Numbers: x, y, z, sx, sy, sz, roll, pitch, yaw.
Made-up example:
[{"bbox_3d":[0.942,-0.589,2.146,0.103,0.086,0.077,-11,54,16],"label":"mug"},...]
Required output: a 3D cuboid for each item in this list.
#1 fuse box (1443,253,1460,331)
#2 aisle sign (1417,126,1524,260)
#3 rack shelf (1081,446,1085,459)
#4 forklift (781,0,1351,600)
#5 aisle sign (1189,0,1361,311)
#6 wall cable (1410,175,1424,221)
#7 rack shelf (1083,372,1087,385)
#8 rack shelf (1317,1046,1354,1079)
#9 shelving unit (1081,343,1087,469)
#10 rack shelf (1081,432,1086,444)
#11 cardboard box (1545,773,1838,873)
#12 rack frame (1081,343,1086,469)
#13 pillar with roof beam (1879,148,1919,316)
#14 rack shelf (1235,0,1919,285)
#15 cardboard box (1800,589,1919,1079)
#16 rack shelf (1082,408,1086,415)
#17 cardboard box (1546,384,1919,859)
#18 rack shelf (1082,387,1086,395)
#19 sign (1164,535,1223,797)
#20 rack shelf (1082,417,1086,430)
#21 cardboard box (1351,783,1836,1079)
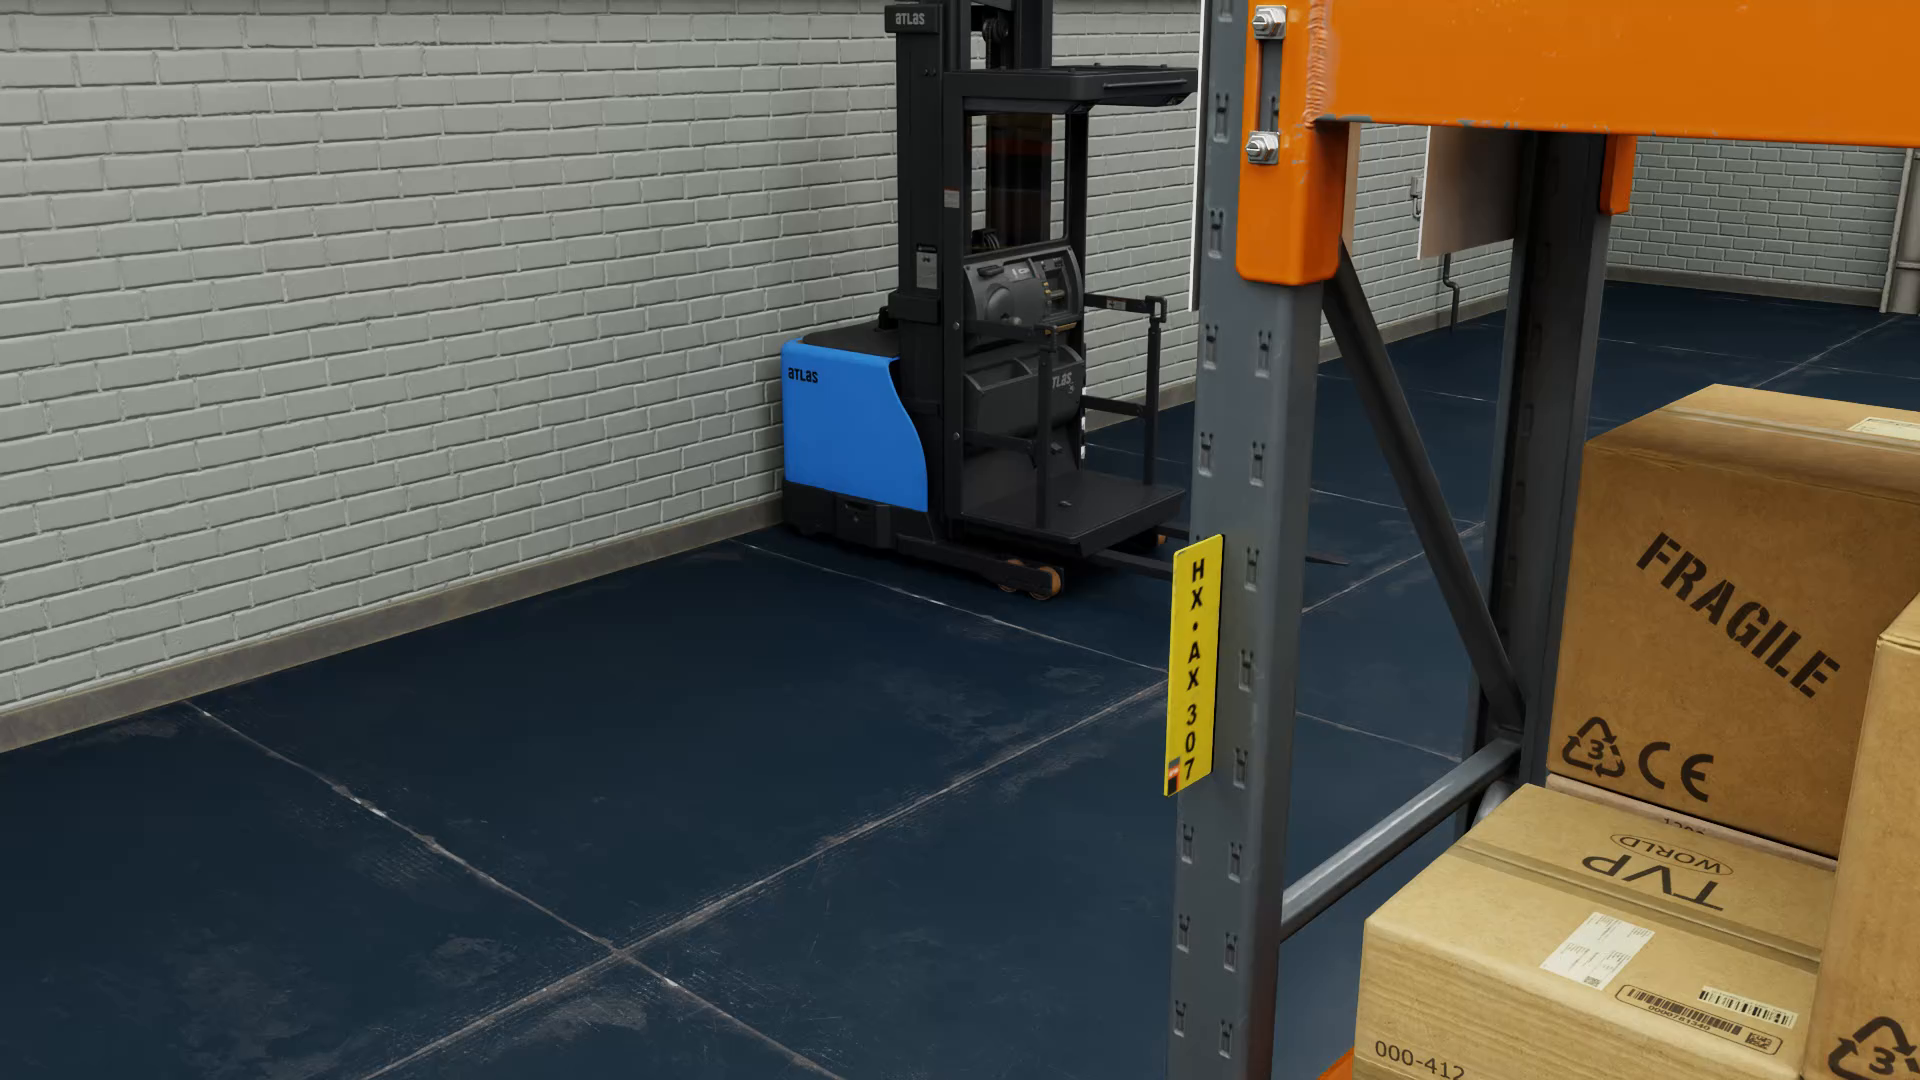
[{"bbox_3d":[4.514,-2.716,14.840,0.414,1.711,0.539,15,23,39],"label":"fuse box"},{"bbox_3d":[0.811,-0.836,2.490,0.004,0.787,0.394,15,23,39],"label":"aisle sign"},{"bbox_3d":[0.601,-0.507,9.926,0.258,0.077,0.200,5,18,15],"label":"rack shelf"},{"bbox_3d":[0.495,-1.281,8.304,3.031,2.935,1.130,13,22,36],"label":"forklift"},{"bbox_3d":[0.413,-0.700,2.062,0.004,0.787,0.394,15,23,39],"label":"aisle sign"},{"bbox_3d":[3.944,-3.691,14.104,0.122,1.984,0.588,15,23,39],"label":"wall cable"},{"bbox_3d":[0.601,-0.936,9.790,0.258,0.077,0.200,5,18,15],"label":"rack shelf"},{"bbox_3d":[2.162,1.230,1.467,4.000,0.370,1.077,15,23,39],"label":"rack shelf"},{"bbox_3d":[0.601,-0.710,9.861,0.258,0.900,0.210,5,18,15],"label":"shelving unit"},{"bbox_3d":[0.601,-0.592,9.899,0.258,0.077,0.200,5,18,15],"label":"rack shelf"},{"bbox_3d":[1.204,0.452,2.484,0.500,0.250,0.500,15,23,38],"label":"cardboard box"},{"bbox_3d":[0.628,-0.740,9.955,0.240,0.900,0.006,5,18,15],"label":"rack frame"},{"bbox_3d":[6.260,-5.511,11.602,0.400,9.000,9.100,15,23,39],"label":"pillar with roof beam"},{"bbox_3d":[2.162,-0.200,1.014,4.000,0.370,1.077,15,23,39],"label":"rack shelf"},{"bbox_3d":[1.220,0.315,1.676,0.500,0.500,0.500,14,23,38],"label":"cardboard box"},{"bbox_3d":[0.601,-0.764,9.844,0.258,0.077,0.200,5,18,15],"label":"rack shelf"},{"bbox_3d":[1.205,0.096,2.367,0.500,0.500,0.500,15,23,40],"label":"cardboard box"},{"bbox_3d":[0.601,-0.850,9.817,0.258,0.077,0.200,5,18,15],"label":"rack shelf"},{"bbox_3d":[0.293,0.159,2.089,0.005,0.325,0.100,15,23,39],"label":"sign"},{"bbox_3d":[0.601,-0.678,9.871,0.258,0.077,0.200,5,18,15],"label":"rack shelf"},{"bbox_3d":[0.846,0.572,2.106,0.500,0.250,0.500,14,23,38],"label":"cardboard box"}]
